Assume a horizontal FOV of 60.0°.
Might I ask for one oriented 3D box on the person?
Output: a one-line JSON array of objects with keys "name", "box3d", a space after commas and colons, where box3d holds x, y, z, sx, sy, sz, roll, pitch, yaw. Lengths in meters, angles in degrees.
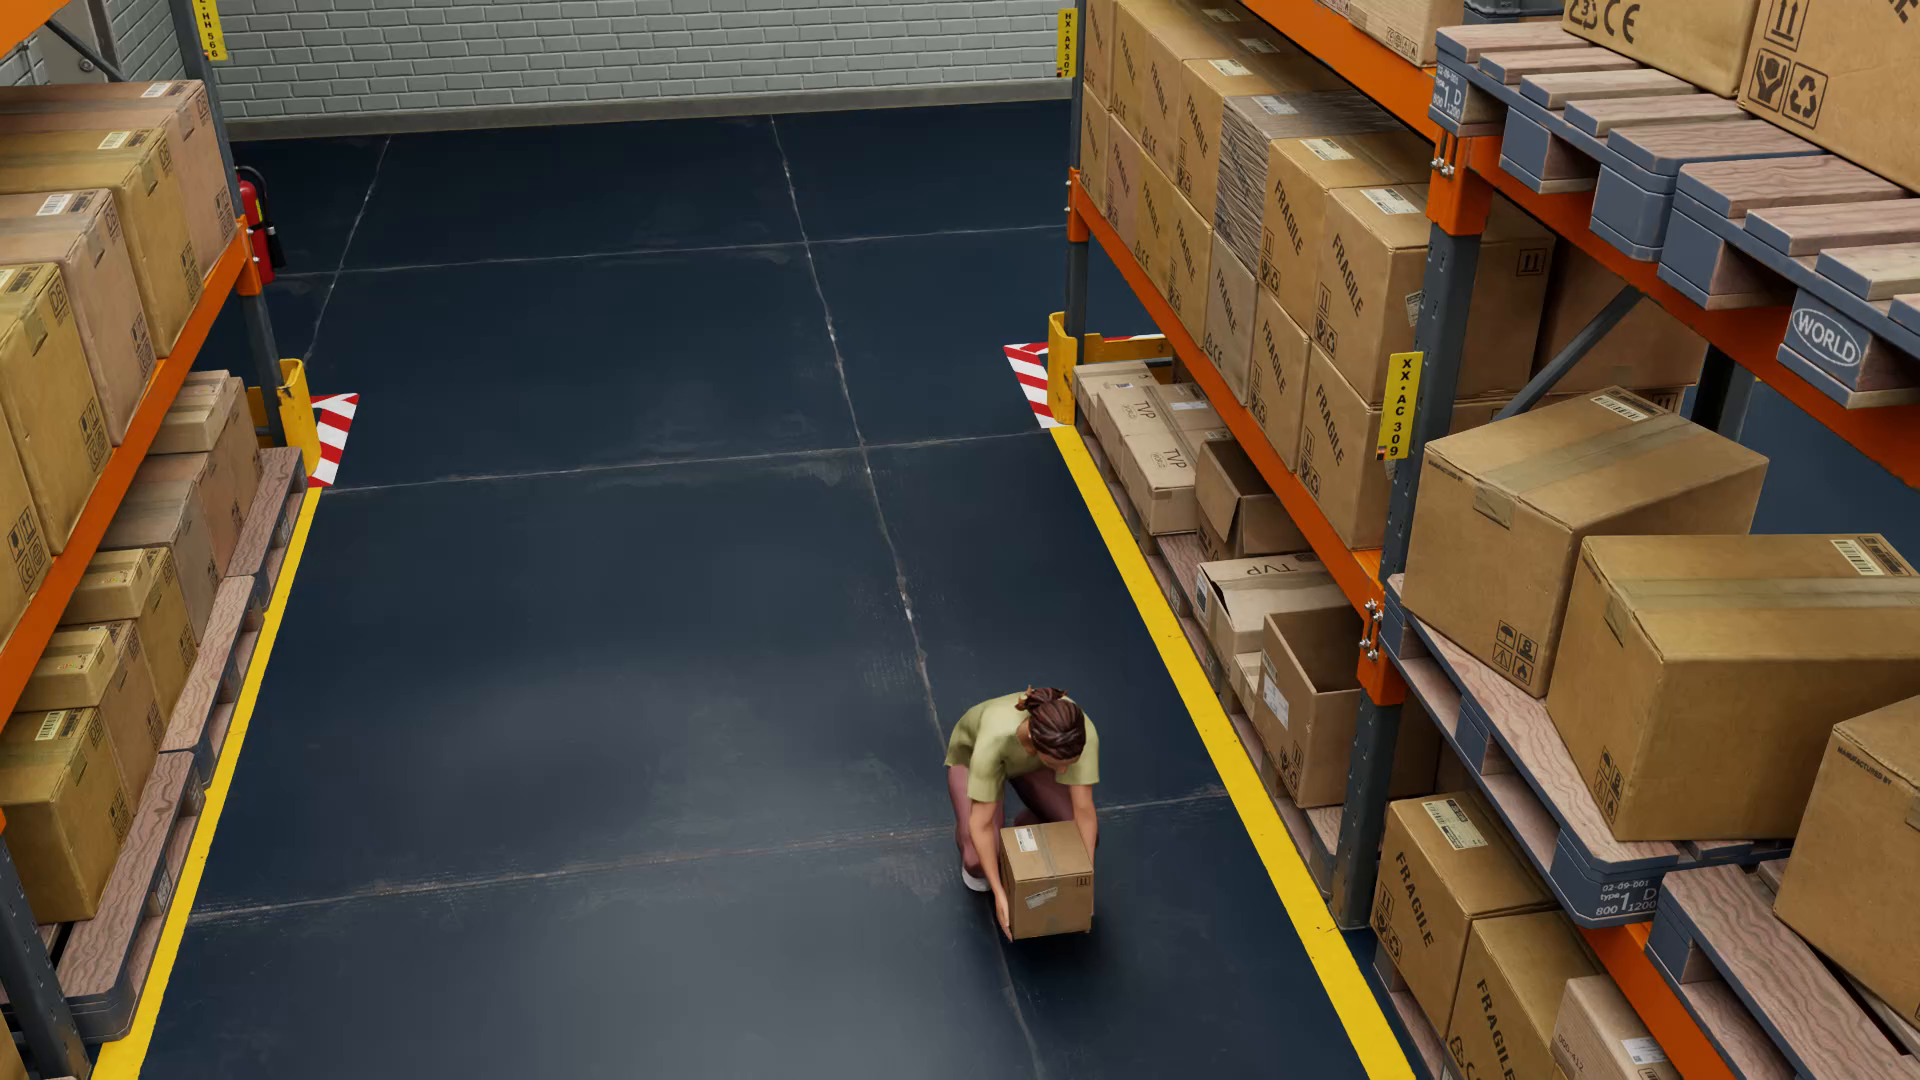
[{"name": "person", "box3d": [0.212, 0.810, 5.504, 0.472, 0.938, 0.804, -7, 32, -12]}]
